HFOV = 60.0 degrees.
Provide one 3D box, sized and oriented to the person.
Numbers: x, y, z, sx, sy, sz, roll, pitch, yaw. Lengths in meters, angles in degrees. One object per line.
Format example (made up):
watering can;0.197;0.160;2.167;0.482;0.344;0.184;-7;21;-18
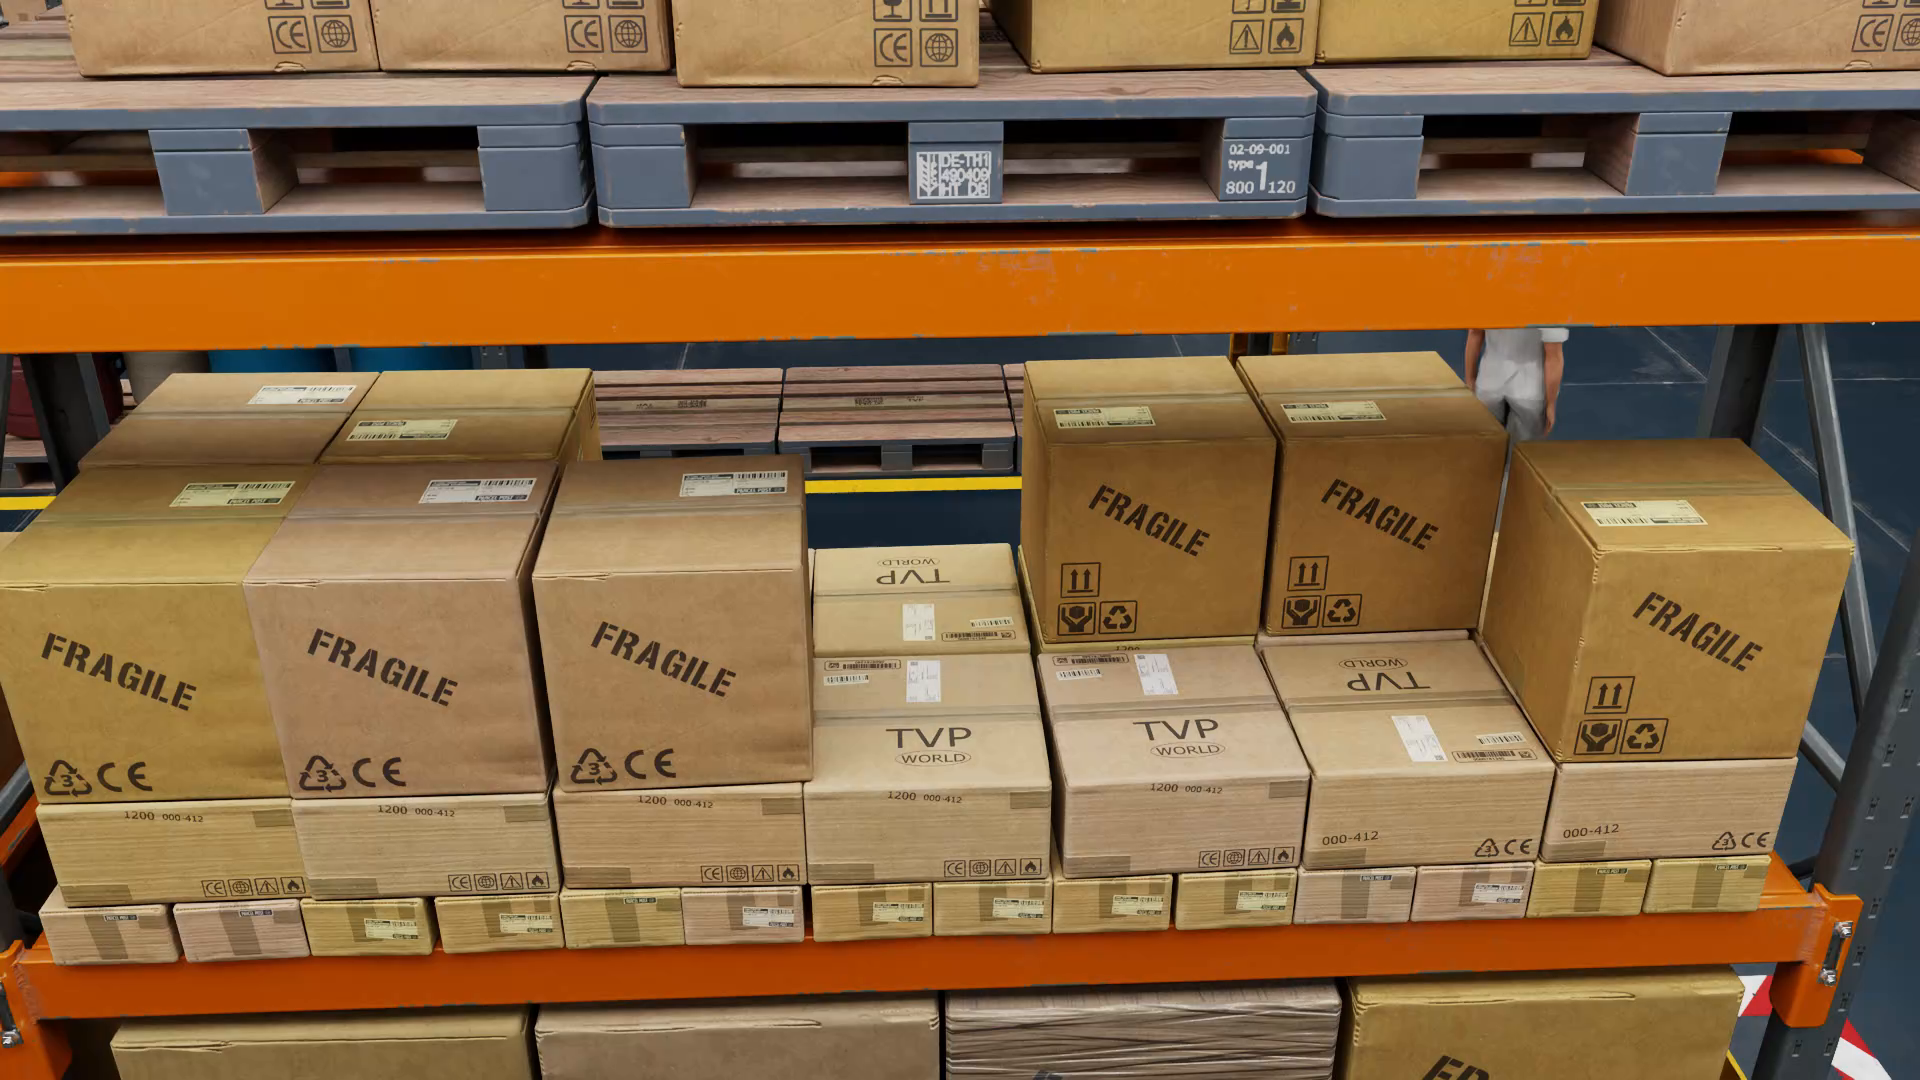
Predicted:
person;2.401;-0.632;7.298;0.447;1.648;0.683;22;35;35
